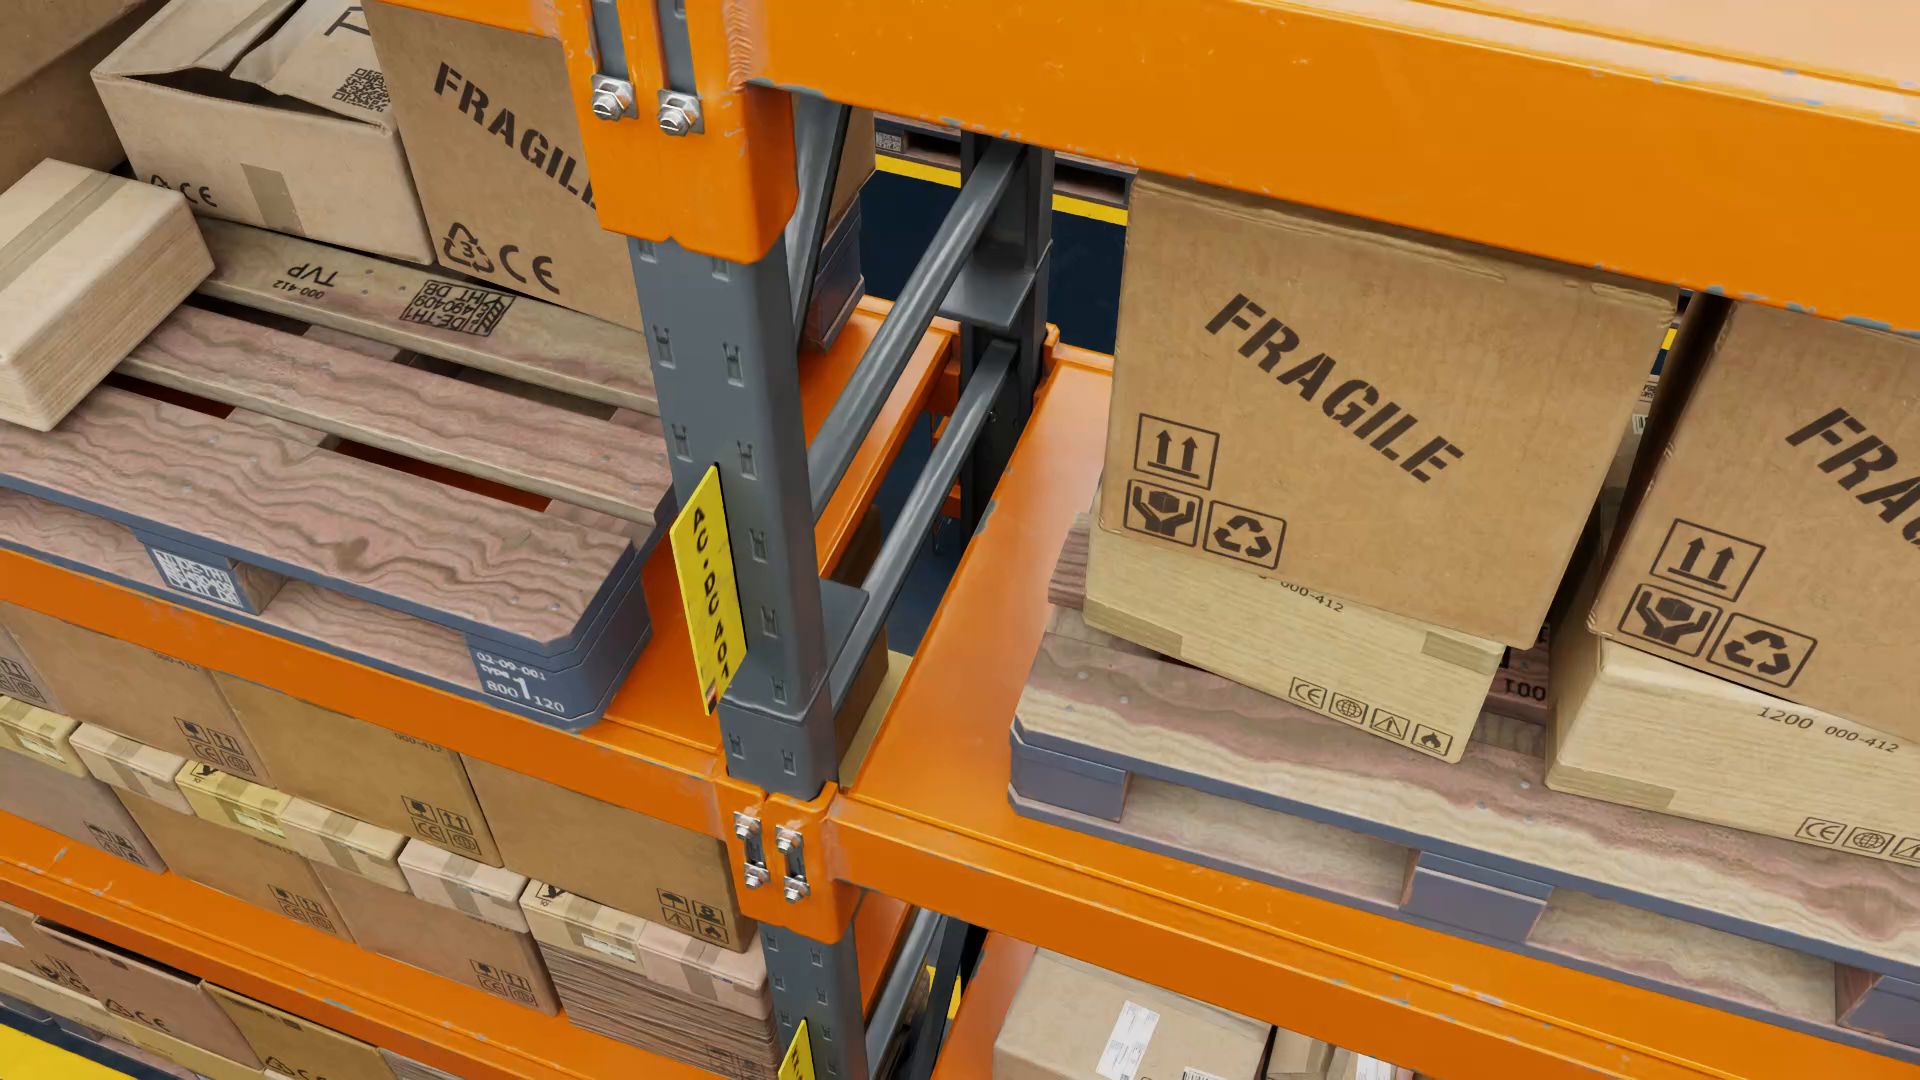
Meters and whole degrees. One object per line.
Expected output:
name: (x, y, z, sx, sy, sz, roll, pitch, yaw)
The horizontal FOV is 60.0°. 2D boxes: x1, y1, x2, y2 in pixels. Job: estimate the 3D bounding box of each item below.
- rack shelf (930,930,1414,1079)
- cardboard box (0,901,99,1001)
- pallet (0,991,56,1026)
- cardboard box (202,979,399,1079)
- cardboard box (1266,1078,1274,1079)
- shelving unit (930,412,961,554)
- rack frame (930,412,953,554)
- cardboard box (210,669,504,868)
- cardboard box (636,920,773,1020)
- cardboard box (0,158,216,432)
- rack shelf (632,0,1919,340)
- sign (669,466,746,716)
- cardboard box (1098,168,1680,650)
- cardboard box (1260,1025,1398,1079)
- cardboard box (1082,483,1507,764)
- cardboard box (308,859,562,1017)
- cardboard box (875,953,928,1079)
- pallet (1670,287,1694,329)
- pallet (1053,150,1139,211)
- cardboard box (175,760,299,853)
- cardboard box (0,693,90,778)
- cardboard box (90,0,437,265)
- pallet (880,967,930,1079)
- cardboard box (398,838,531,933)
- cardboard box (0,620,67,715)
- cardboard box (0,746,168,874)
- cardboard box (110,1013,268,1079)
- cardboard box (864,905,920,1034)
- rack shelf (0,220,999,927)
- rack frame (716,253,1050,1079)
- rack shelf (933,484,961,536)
rack shelf: (1.793, 1.606, 3.349, 4.000, 0.370, 1.077, 16, 51, 13)
cardboard box: (-2.466, 0.866, 4.560, 0.500, 0.500, 0.500, 16, 51, 13)
pallet: (-3.104, 0.883, 5.345, 1.213, 0.211, 1.003, 16, 51, 13)
cardboard box: (-1.529, 1.130, 4.331, 0.500, 0.500, 0.500, 16, 51, 13)
cardboard box: (0.677, 1.306, 3.299, 0.250, 0.149, 0.380, 16, 51, 13)
shelving unit: (0.050, -0.330, 5.841, 0.252, 1.050, 0.215, 16, 51, 13)
rack frame: (-0.064, -0.362, 5.869, 0.008, 1.050, 0.200, 16, 51, 13)
cardboard box: (-0.976, 0.146, 3.214, 0.500, 0.500, 0.700, 15, 51, 13)
cardboard box: (-0.413, 0.682, 3.178, 0.250, 0.149, 0.380, 16, 51, 13)
cardboard box: (-1.309, -0.359, 2.387, 0.250, 0.149, 0.380, 16, 51, 13)
rack shelf: (1.793, -0.228, 1.233, 4.000, 0.370, 1.077, 16, 51, 13)
sign: (-0.274, 0.063, 1.831, 0.005, 0.325, 0.100, 16, 51, 13)
cardboard box: (0.482, -0.280, 1.848, 0.500, 0.500, 0.500, 16, 51, 14)
cardboard box: (0.805, 0.991, 3.495, 0.258, 0.266, 0.396, 14, 51, 12)
cardboard box: (0.491, -0.056, 2.150, 0.500, 0.250, 0.500, 20, 52, 17)
cardboard box: (-0.999, 0.569, 3.706, 0.500, 0.500, 0.700, 15, 51, 13)
cardboard box: (-0.413, 1.273, 4.703, 0.500, 0.250, 0.500, 16, 51, 13)
pallet: (3.509, -1.231, 7.178, 1.213, 0.211, 1.003, 16, 51, 13)
pallet: (0.988, -1.903, 7.760, 1.213, 0.211, 1.003, 16, 51, 13)
cardboard box: (-1.366, 0.414, 3.410, 0.250, 0.149, 0.380, 15, 51, 13)
cardboard box: (-1.853, 0.281, 3.526, 0.250, 0.149, 0.380, 17, 51, 14)
cardboard box: (-0.971, -0.750, 2.619, 0.500, 0.311, 0.500, 13, 50, 11)
pallet: (-0.815, 1.522, 4.791, 1.213, 0.211, 1.003, 16, 51, 13)
cardboard box: (-0.890, 0.549, 3.294, 0.250, 0.149, 0.380, 14, 51, 12)
cardboard box: (-1.914, -0.117, 3.442, 0.500, 0.500, 0.700, 16, 51, 13)
cardboard box: (-1.949, 0.301, 3.938, 0.500, 0.500, 0.700, 17, 51, 14)
cardboard box: (-2.003, 1.254, 4.720, 0.500, 0.250, 0.500, 16, 51, 13)
cardboard box: (-0.410, 1.021, 4.426, 0.500, 0.500, 0.500, 16, 51, 13)
rack shelf: (-1.959, -0.424, 3.123, 4.000, 0.370, 1.077, 16, 51, 13)
rack frame: (-0.083, 0.847, 3.531, 0.127, 3.000, 1.000, 16, 51, 13)
rack shelf: (0.050, -0.141, 6.059, 0.240, 0.259, 0.215, 16, 51, 13)
